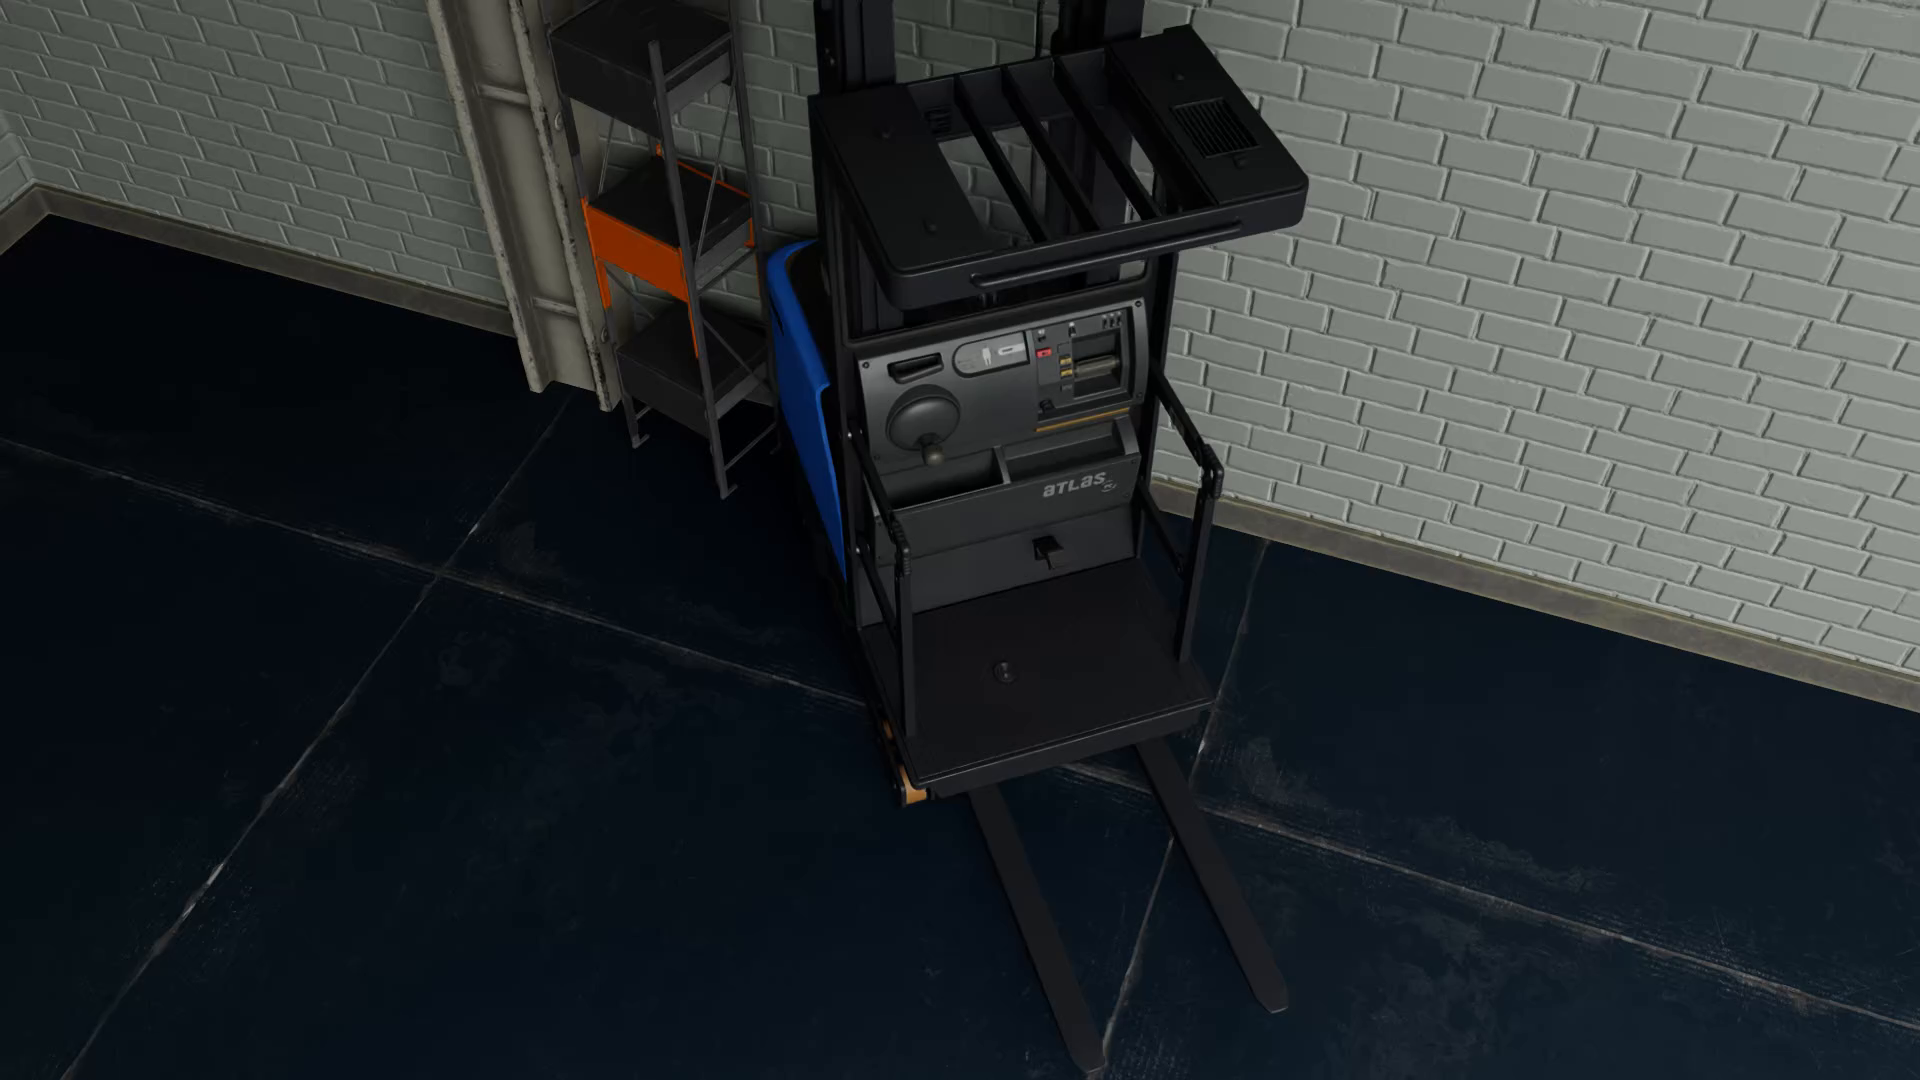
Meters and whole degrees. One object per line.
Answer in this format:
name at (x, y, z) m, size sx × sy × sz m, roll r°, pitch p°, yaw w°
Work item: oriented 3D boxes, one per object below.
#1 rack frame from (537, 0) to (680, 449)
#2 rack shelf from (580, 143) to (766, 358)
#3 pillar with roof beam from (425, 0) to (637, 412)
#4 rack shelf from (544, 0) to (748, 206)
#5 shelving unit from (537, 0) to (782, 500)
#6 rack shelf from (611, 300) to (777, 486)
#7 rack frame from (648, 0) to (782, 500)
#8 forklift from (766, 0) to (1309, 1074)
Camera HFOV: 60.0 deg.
rack frame at (-1.246, -1.192, 6.260) m, size 0.015 × 2.100 × 0.400 m, roll 29°, pitch 55°, yaw 23°
rack shelf at (-1.048, -1.075, 6.177) m, size 0.480 × 0.518 × 0.431 m, roll 29°, pitch 55°, yaw 23°
pillar with roof beam at (-3.113, -0.601, 1.183) m, size 0.400 × 9.000 × 9.100 m, roll 16°, pitch 51°, yaw 13°
rack shelf at (-1.048, -1.534, 5.648) m, size 0.480 × 0.518 × 0.431 m, roll 29°, pitch 55°, yaw 23°
shelving unit at (-1.048, -1.084, 6.167) m, size 0.503 × 2.100 × 0.431 m, roll 29°, pitch 55°, yaw 23°
rack shelf at (-1.048, -0.617, 6.706) m, size 0.480 × 0.518 × 0.431 m, roll 29°, pitch 55°, yaw 23°
rack frame at (-0.850, -0.976, 6.073) m, size 0.015 × 2.100 × 0.400 m, roll 29°, pitch 55°, yaw 23°
forklift at (0.213, -0.391, 5.016) m, size 1.130 × 2.935 × 3.031 m, roll -14°, pitch 51°, yaw -12°
